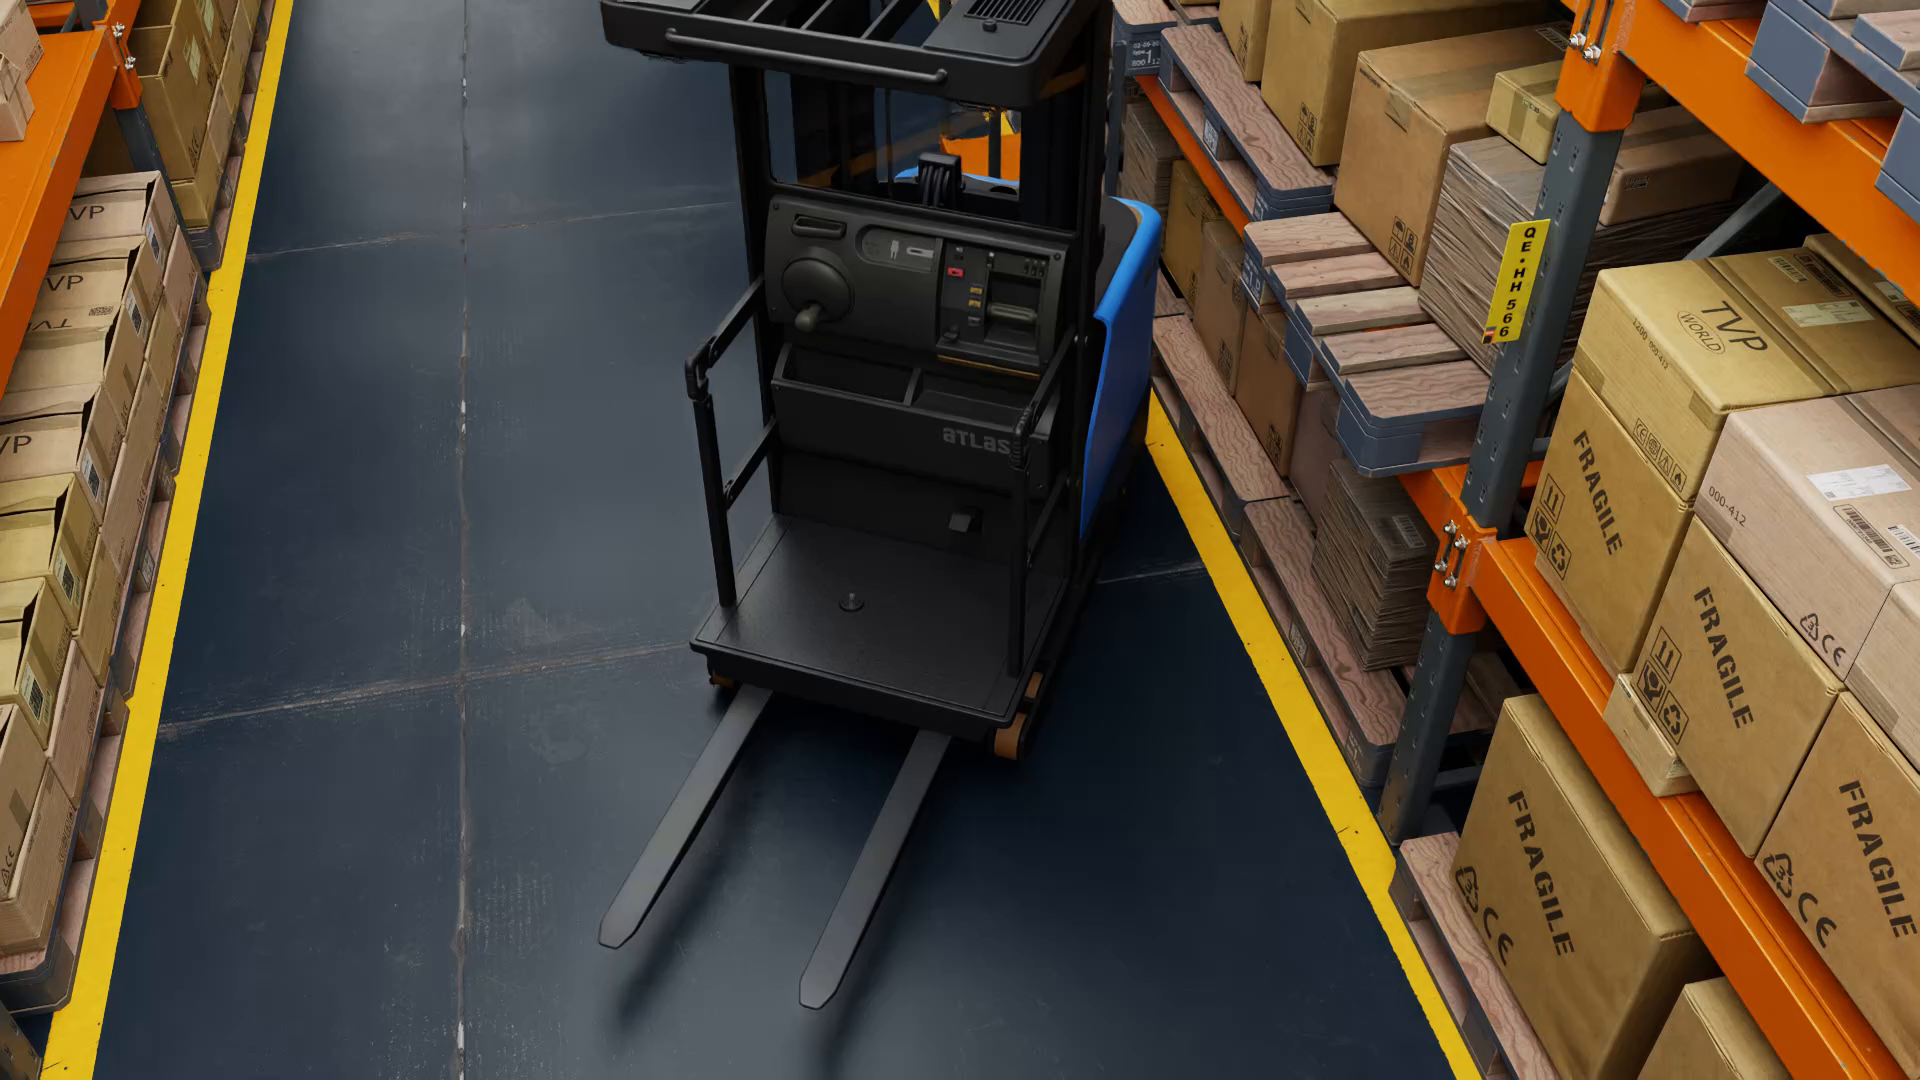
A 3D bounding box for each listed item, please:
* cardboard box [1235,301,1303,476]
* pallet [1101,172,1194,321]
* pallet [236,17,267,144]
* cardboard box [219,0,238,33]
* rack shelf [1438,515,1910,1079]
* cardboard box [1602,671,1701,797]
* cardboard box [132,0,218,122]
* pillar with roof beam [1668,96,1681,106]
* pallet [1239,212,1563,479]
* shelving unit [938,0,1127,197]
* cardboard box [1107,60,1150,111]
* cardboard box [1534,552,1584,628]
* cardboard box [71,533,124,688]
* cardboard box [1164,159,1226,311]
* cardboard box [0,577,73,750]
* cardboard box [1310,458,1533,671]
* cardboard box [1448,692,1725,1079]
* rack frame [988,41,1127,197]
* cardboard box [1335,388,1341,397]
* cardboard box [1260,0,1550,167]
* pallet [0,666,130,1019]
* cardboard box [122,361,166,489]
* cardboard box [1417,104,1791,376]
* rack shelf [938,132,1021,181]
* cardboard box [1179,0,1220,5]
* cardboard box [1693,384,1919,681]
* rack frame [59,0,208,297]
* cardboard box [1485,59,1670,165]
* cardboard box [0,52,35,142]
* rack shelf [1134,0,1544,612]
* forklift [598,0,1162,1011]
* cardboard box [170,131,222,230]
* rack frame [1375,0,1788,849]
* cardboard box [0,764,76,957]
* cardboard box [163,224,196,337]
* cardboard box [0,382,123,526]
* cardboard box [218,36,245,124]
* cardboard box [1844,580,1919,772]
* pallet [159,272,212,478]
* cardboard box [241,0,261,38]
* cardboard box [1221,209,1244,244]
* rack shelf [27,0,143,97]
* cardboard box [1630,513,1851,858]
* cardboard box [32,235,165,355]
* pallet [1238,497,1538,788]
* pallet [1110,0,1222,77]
[{"bbox_3d":[1.477,-0.632,6.254,0.700,0.500,0.500,-9,42,-10],"label":"cardboard box"},{"bbox_3d":[1.121,-1.320,7.578,1.003,0.211,1.213,-8,42,-9],"label":"pallet"},{"bbox_3d":[-4.282,-2.426,8.824,1.003,0.211,1.213,-8,42,-9],"label":"pallet"},{"bbox_3d":[-4.004,-2.882,8.427,0.500,0.500,0.500,-8,42,-9],"label":"cardboard box"},{"bbox_3d":[2.247,1.291,3.078,1.077,0.370,4.000,-8,42,-9],"label":"rack shelf"},{"bbox_3d":[1.681,0.408,3.705,0.380,0.149,0.250,-7,42,-8],"label":"cardboard box"},{"bbox_3d":[-3.794,-2.233,7.696,0.500,0.500,0.500,-8,42,-9],"label":"cardboard box"},{"bbox_3d":[-1.824,-2.868,2.702,9.100,9.000,0.400,-8,42,-9],"label":"pillar with roof beam"},{"bbox_3d":[1.558,-0.649,4.867,1.213,0.211,1.003,-8,42,-9],"label":"pallet"},{"bbox_3d":[0.262,-1.534,6.848,0.587,1.500,1.083,-7,42,-8],"label":"shelving unit"},{"bbox_3d":[0.807,-2.315,8.401,0.380,0.166,0.250,-14,43,-15],"label":"cardboard box"},{"bbox_3d":[1.660,0.059,4.099,0.380,0.149,0.250,-9,42,-10],"label":"cardboard box"},{"bbox_3d":[-3.074,0.266,5.446,0.500,0.250,0.500,-9,42,-10],"label":"cardboard box"},{"bbox_3d":[1.288,-1.295,7.000,0.700,0.500,0.500,-9,42,-10],"label":"cardboard box"},{"bbox_3d":[-2.969,0.378,4.897,0.500,0.311,0.500,-9,42,-10],"label":"cardboard box"},{"bbox_3d":[1.609,0.037,5.501,0.700,0.500,0.500,-8,42,-9],"label":"cardboard box"},{"bbox_3d":[1.846,0.868,4.316,0.750,0.750,0.750,-9,42,-10],"label":"cardboard box"},{"bbox_3d":[0.356,-1.209,6.482,0.500,1.500,0.032,-7,42,-8],"label":"rack frame"},{"bbox_3d":[1.547,-0.622,5.678,0.500,0.250,0.500,-8,42,-8],"label":"cardboard box"},{"bbox_3d":[1.414,-1.584,5.368,0.700,0.500,0.500,-8,42,-9],"label":"cardboard box"},{"bbox_3d":[-3.160,0.941,5.030,1.003,0.211,1.213,-8,42,-9],"label":"pallet"},{"bbox_3d":[-3.293,-0.397,6.192,0.500,0.250,0.500,-7,42,-8],"label":"cardboard box"},{"bbox_3d":[1.704,-0.780,4.462,0.700,0.500,0.500,-13,43,-14],"label":"cardboard box"},{"bbox_3d":[0.260,-1.406,6.974,0.538,0.185,1.000,-7,42,-8],"label":"rack shelf"},{"bbox_3d":[1.142,-2.371,6.255,0.700,0.500,0.500,-4,42,-5],"label":"cardboard box"},{"bbox_3d":[1.778,-0.032,3.147,0.500,0.250,0.500,-9,42,-10],"label":"cardboard box"},{"bbox_3d":[-3.884,-2.155,6.418,1.000,3.000,0.127,-8,42,-9],"label":"rack frame"},{"bbox_3d":[1.628,-1.145,4.385,0.380,0.149,0.250,-15,44,-16],"label":"cardboard box"},{"bbox_3d":[-3.515,-1.561,5.850,0.396,0.266,0.258,-9,42,-10],"label":"cardboard box"},{"bbox_3d":[1.384,-1.302,5.999,1.077,0.370,4.000,-8,42,-9],"label":"rack shelf"},{"bbox_3d":[-0.211,-0.684,4.813,1.130,2.935,3.031,13,43,14],"label":"forklift"},{"bbox_3d":[-3.688,-1.628,7.579,0.500,0.250,0.500,-8,42,-9],"label":"cardboard box"},{"bbox_3d":[1.815,-0.274,4.300,1.000,3.000,0.127,-8,42,-9],"label":"rack frame"},{"bbox_3d":[-2.847,0.927,4.701,0.500,0.250,0.500,-8,42,-9],"label":"cardboard box"},{"bbox_3d":[-3.512,-1.057,6.936,0.500,0.250,0.500,-9,42,-10],"label":"cardboard box"},{"bbox_3d":[-3.188,-0.286,5.645,0.500,0.311,0.500,-9,42,-10],"label":"cardboard box"},{"bbox_3d":[-3.894,-2.278,8.311,0.500,0.250,0.500,-8,42,-9],"label":"cardboard box"},{"bbox_3d":[1.890,0.292,2.782,0.500,0.250,0.500,-8,42,-9],"label":"cardboard box"},{"bbox_3d":[-3.687,-0.640,6.812,1.003,0.211,1.213,-8,42,-9],"label":"pallet"},{"bbox_3d":[-4.114,-2.925,9.041,0.500,0.250,0.500,-8,42,-9],"label":"cardboard box"},{"bbox_3d":[1.341,-1.281,6.420,0.500,0.250,0.500,-9,42,-11],"label":"cardboard box"},{"bbox_3d":[-4.316,-3.182,8.118,1.077,0.370,4.000,-8,42,-9],"label":"rack shelf"},{"bbox_3d":[1.774,0.262,3.381,0.500,0.500,0.500,-7,42,-8],"label":"cardboard box"},{"bbox_3d":[-3.398,-0.936,6.377,0.500,0.311,0.500,-7,42,-8],"label":"cardboard box"},{"bbox_3d":[1.648,0.262,5.796,1.003,0.211,1.213,-8,42,-9],"label":"pallet"},{"bbox_3d":[0.975,-2.279,6.703,1.003,0.211,1.213,-8,42,-9],"label":"pallet"}]
